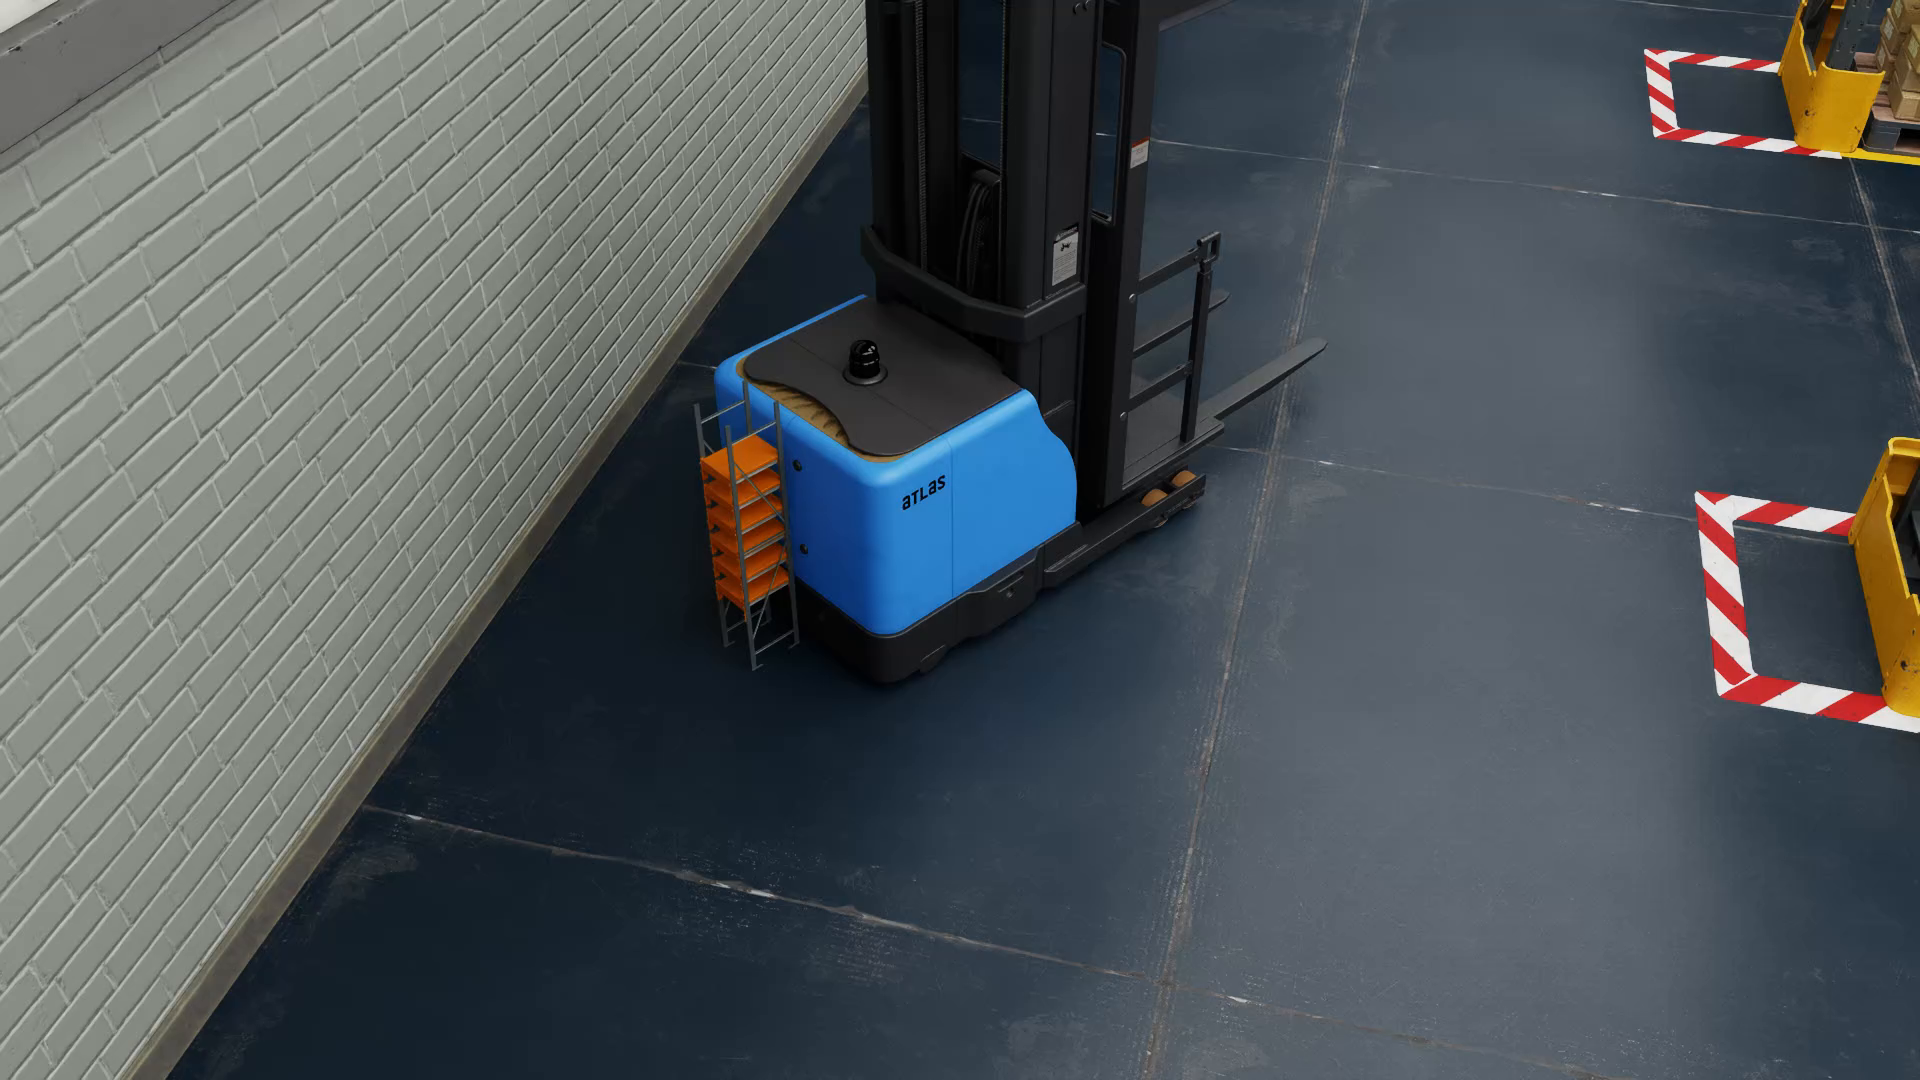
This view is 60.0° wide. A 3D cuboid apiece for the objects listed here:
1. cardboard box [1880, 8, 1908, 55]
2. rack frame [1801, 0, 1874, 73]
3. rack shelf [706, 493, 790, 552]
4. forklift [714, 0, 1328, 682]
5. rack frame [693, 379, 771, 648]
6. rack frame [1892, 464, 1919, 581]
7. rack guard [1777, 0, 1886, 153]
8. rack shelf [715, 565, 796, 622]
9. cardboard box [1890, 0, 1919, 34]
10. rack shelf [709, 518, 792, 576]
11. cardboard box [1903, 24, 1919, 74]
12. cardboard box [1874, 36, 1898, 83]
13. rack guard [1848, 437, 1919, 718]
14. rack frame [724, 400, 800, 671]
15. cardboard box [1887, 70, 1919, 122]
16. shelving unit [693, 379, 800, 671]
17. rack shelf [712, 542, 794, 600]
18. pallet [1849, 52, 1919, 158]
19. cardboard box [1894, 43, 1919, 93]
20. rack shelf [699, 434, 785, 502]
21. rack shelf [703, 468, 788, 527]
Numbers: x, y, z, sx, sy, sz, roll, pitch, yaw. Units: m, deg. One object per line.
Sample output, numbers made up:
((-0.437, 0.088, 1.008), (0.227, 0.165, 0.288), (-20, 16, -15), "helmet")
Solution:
((5.901, -3.149, 10.326), (0.250, 0.149, 0.380), (9, 41, 10), "cardboard box")
((5.317, -3.876, 9.533), (0.127, 3.000, 1.000), (10, 41, 11), "rack frame")
((-0.804, -0.090, 6.307), (0.258, 0.103, 0.180), (-31, 49, -32), "rack shelf")
((0.453, -1.397, 6.635), (3.031, 2.935, 1.130), (-31, 49, -32), "forklift")
((-0.866, -0.075, 6.406), (0.240, 1.200, 0.006), (-31, 49, -32), "rack frame")
((3.937, -0.812, 5.884), (0.127, 3.000, 1.000), (10, 41, 11), "rack frame")
((5.390, -2.906, 10.322), (0.348, 0.500, 1.175), (10, 41, 11), "rack guard")
((-0.804, 0.185, 6.538), (0.258, 0.103, 0.180), (-31, 49, -32), "rack shelf")
((5.894, -3.243, 10.206), (0.250, 0.149, 0.380), (10, 41, 12), "cardboard box")
((-0.804, 0.002, 6.384), (0.258, 0.103, 0.180), (-31, 49, -32), "rack shelf")
((5.735, -2.875, 9.768), (0.250, 0.149, 0.380), (8, 41, 9), "cardboard box")
((5.879, -2.987, 10.365), (0.250, 0.149, 0.380), (10, 41, 12), "cardboard box")
((3.914, 0.142, 6.693), (0.348, 0.500, 1.175), (10, 41, 11), "rack guard")
((-0.741, 0.010, 6.305), (0.240, 1.200, 0.006), (-31, 49, -32), "rack frame")
((5.740, -2.659, 9.974), (0.250, 0.149, 0.380), (11, 41, 12), "cardboard box")
((-0.804, -0.032, 6.356), (0.258, 1.200, 0.189), (-31, 49, -32), "shelving unit")
((-0.804, 0.094, 6.461), (0.258, 0.103, 0.180), (-31, 49, -32), "rack shelf")
((6.166, -2.639, 10.228), (1.213, 0.211, 1.003), (10, 41, 11), "pallet")
((5.757, -2.813, 9.926), (0.250, 0.149, 0.380), (11, 41, 13), "cardboard box")
((-0.804, -0.274, 6.153), (0.258, 0.103, 0.180), (-31, 49, -32), "rack shelf")
((-0.804, -0.182, 6.230), (0.258, 0.103, 0.180), (-31, 49, -32), "rack shelf")
